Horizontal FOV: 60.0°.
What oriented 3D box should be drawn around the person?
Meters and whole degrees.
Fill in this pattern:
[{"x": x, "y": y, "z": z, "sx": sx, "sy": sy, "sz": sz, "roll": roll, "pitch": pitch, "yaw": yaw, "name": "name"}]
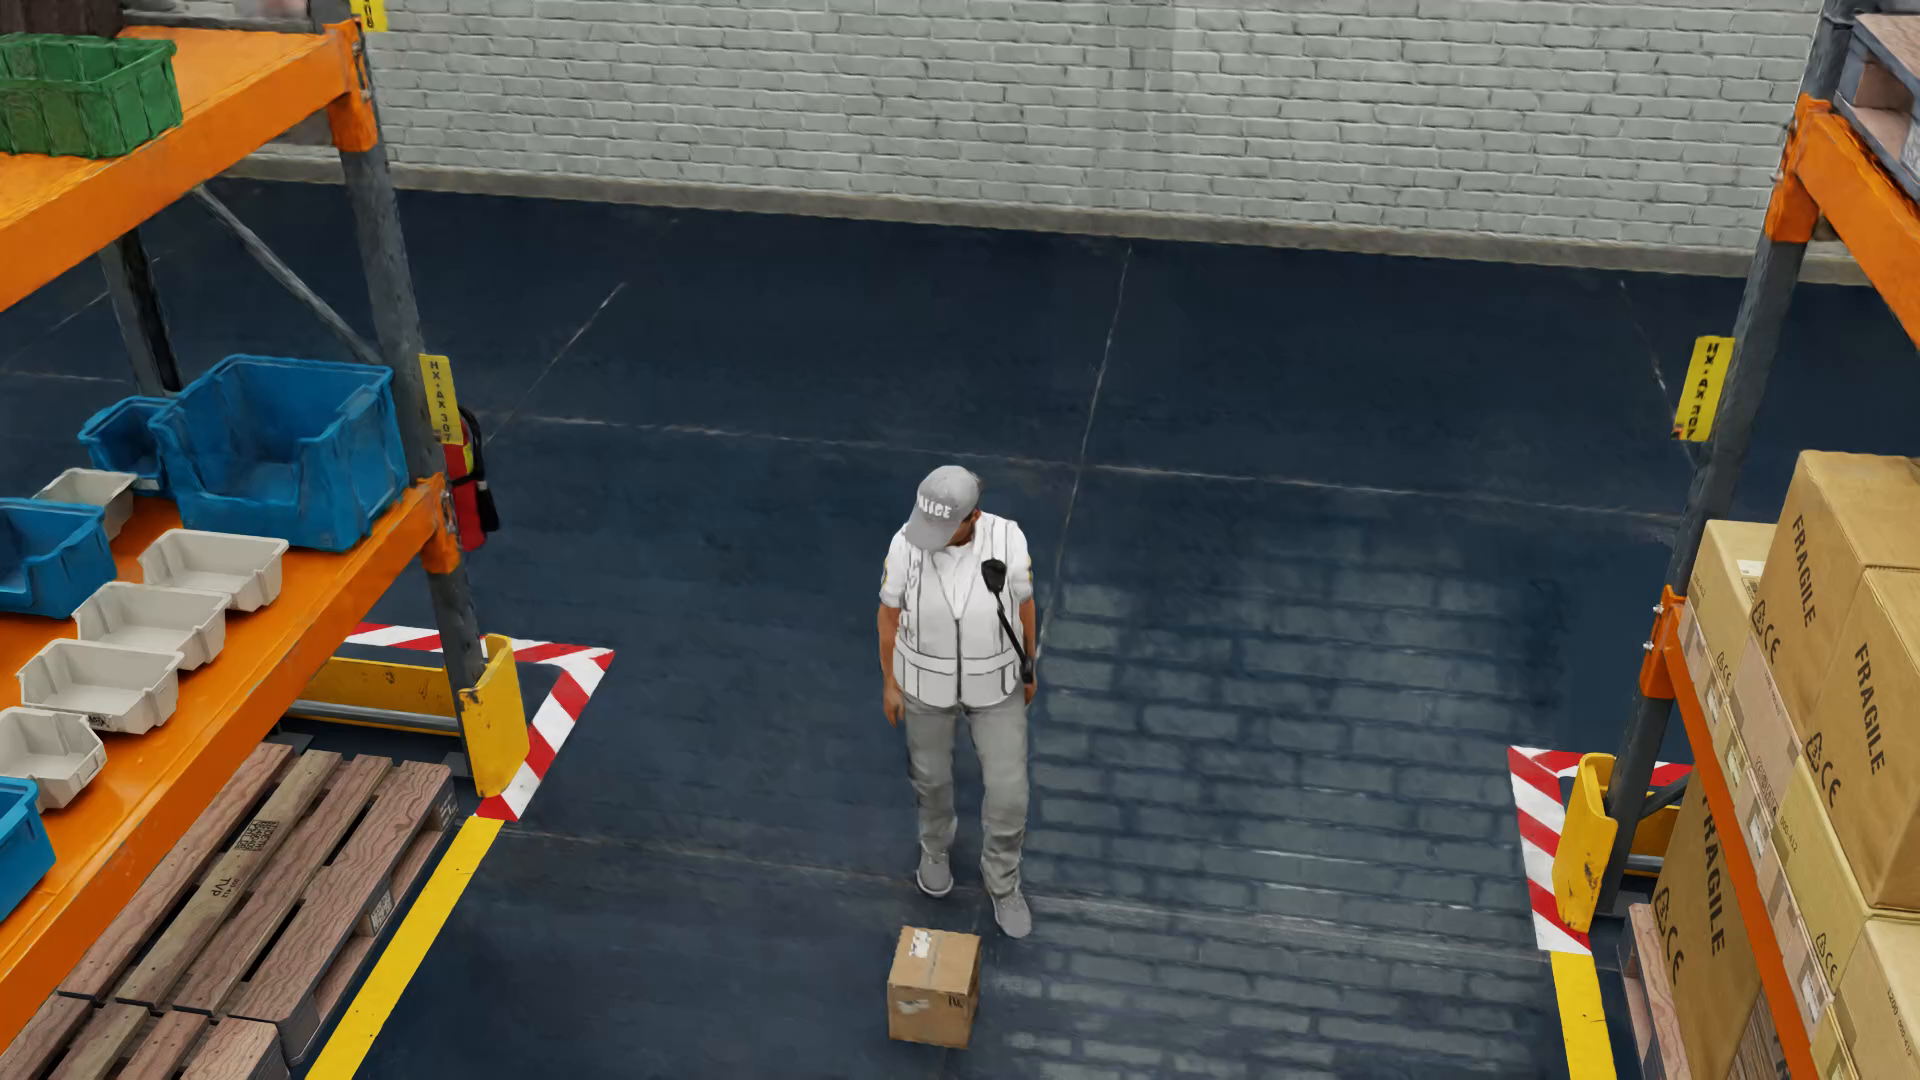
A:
[{"x": -0.005, "y": 0.524, "z": 5.347, "sx": 0.516, "sy": 1.716, "sz": 0.478, "roll": 1, "pitch": 33, "yaw": 1, "name": "person"}]
